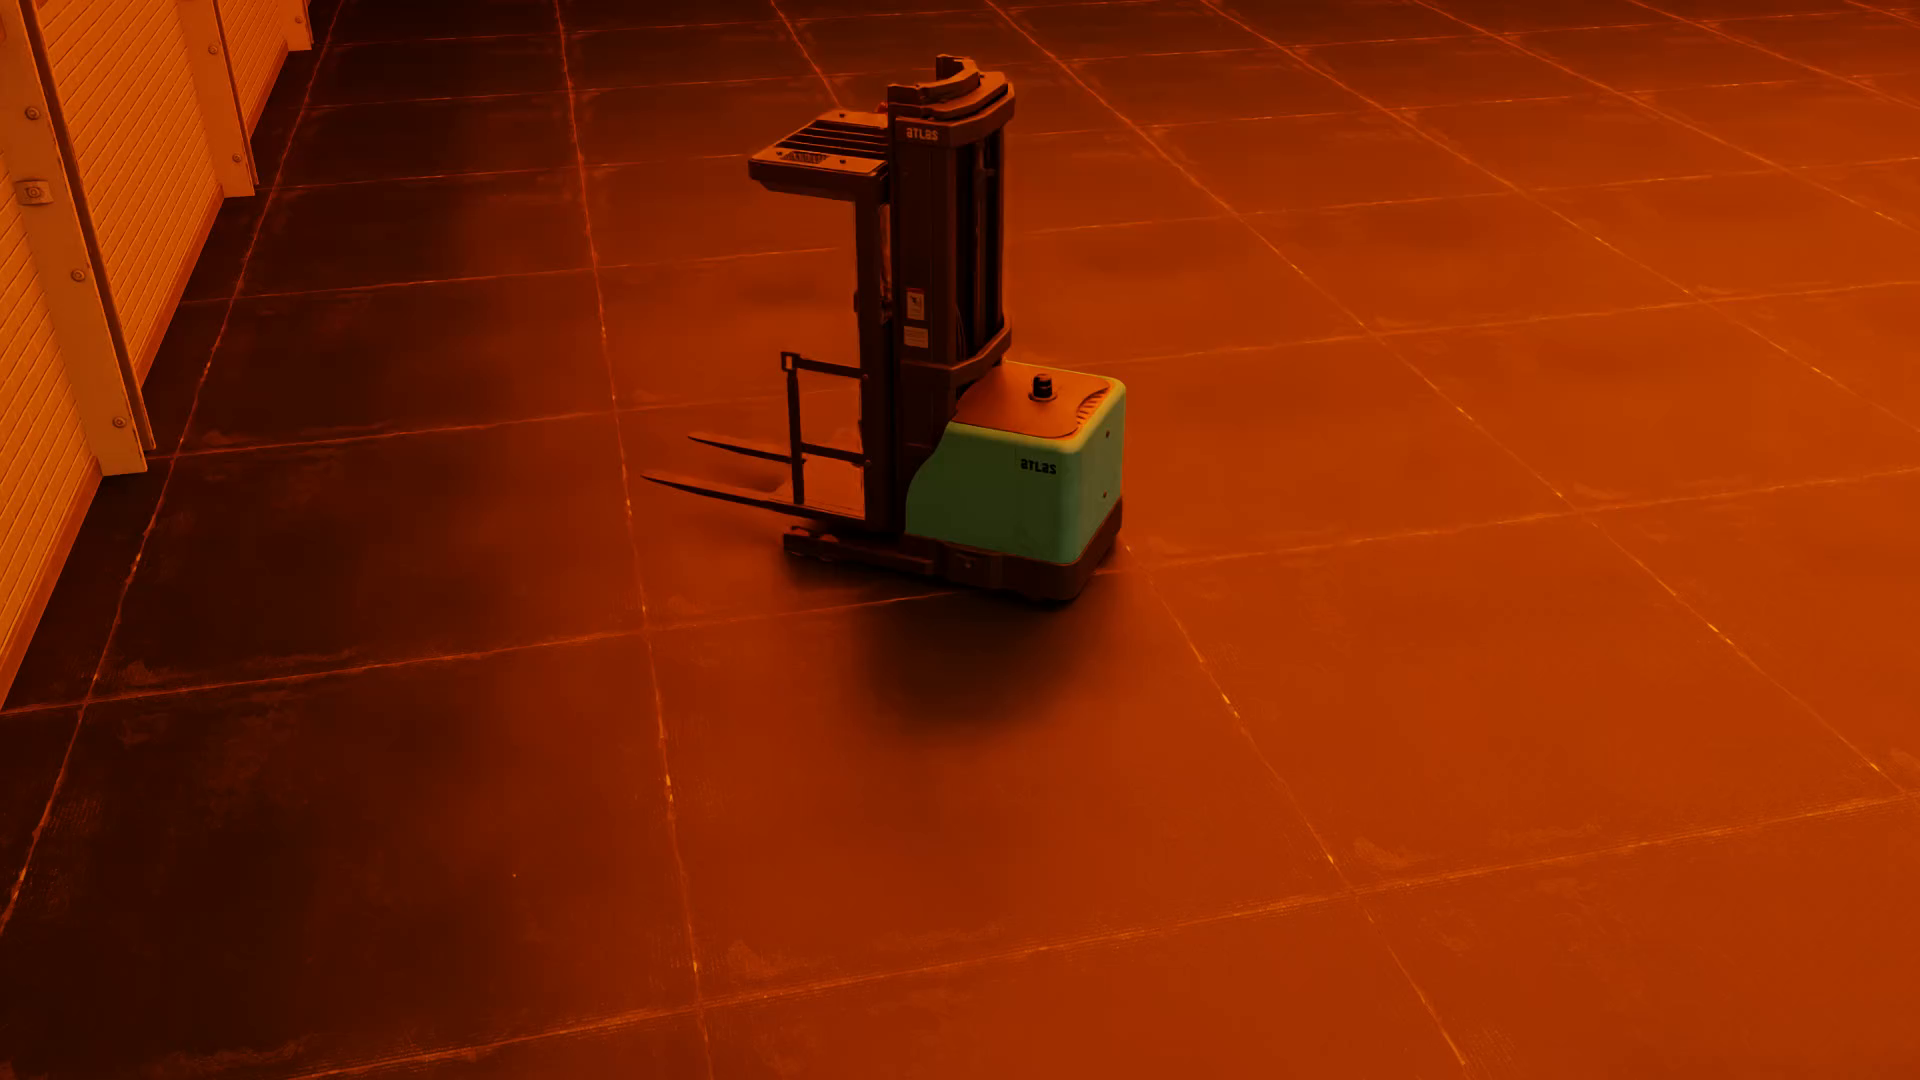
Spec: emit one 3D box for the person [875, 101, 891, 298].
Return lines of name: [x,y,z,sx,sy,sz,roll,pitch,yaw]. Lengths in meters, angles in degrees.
person: [-0.597,-2.807,13.662,0.550,1.673,0.548,-16,34,-25]

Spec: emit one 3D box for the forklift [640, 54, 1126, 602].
forklift: [-0.553,-1.366,9.934,3.031,2.935,1.130,11,32,19]
